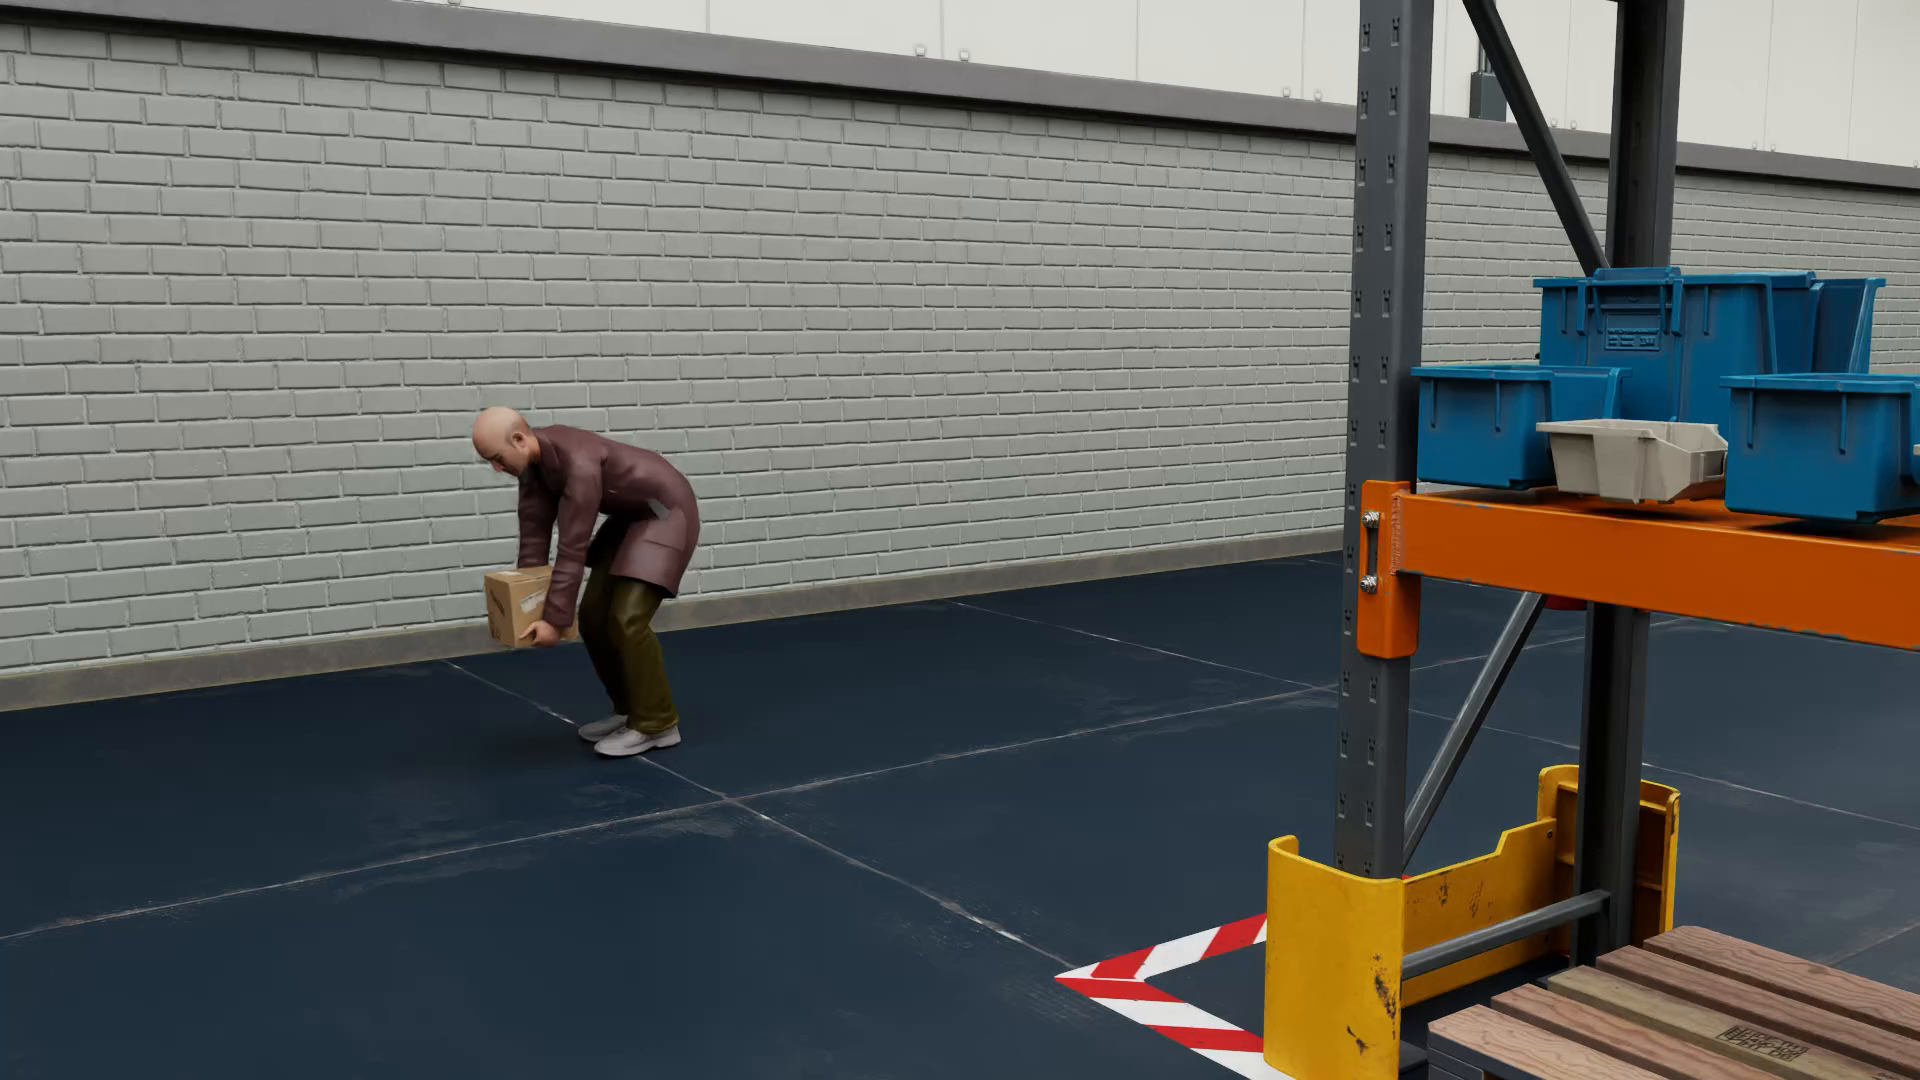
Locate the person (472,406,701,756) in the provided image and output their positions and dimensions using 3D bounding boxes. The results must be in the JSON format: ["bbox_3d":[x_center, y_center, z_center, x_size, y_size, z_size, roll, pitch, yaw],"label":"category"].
[{"bbox_3d":[-1.421,0.151,6.357,0.889,1.346,0.557,-6,10,-38],"label":"person"}]
